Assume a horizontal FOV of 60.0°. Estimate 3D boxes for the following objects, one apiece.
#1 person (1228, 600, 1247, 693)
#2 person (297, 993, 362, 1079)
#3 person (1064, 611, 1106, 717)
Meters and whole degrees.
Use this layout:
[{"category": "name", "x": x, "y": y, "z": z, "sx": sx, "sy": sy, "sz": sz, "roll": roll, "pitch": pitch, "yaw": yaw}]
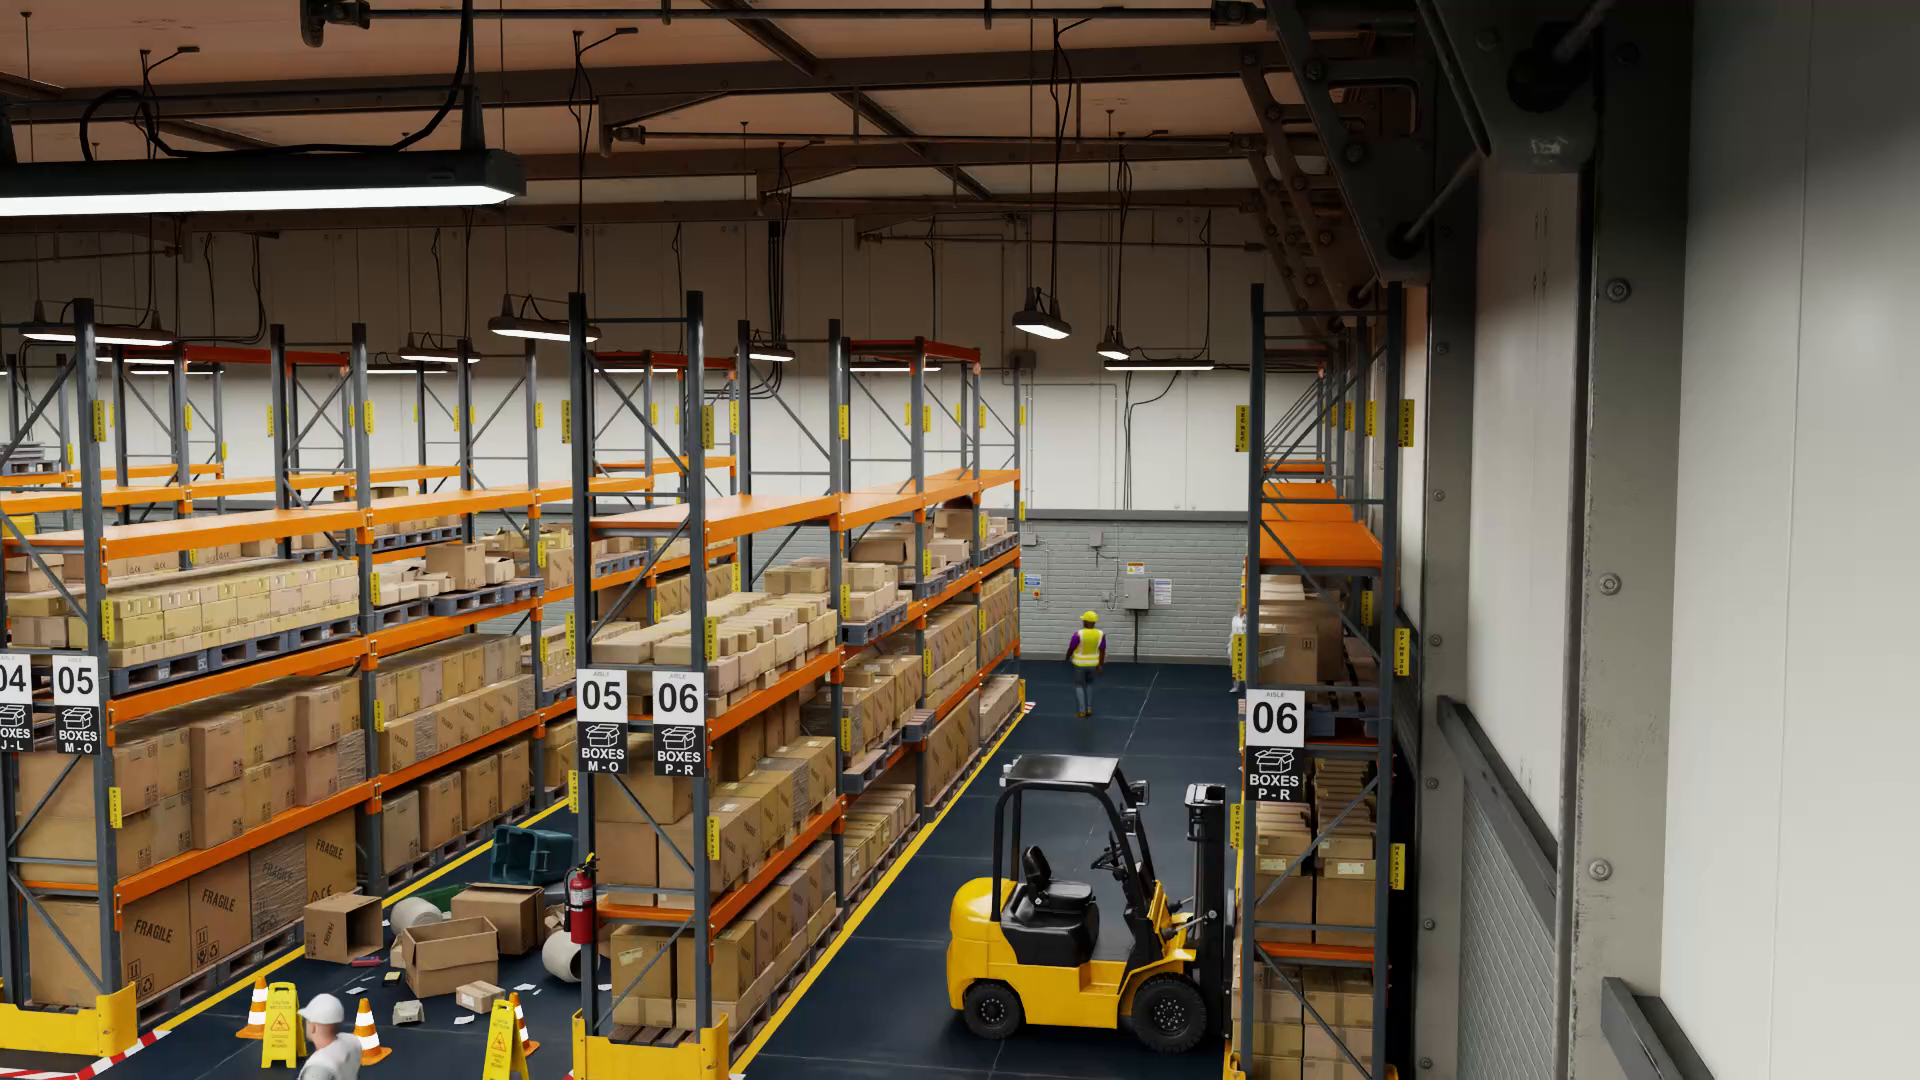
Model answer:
[{"category": "person", "x": 5.110, "y": 1.909, "z": 30.137, "sx": 0.523, "sy": 1.655, "sz": 0.763, "roll": 3, "pitch": 5, "yaw": 29}, {"category": "person", "x": -3.590, "y": 3.483, "z": 9.558, "sx": 0.455, "sy": 1.793, "sz": 0.580, "roll": 0, "pitch": 5, "yaw": 4}, {"category": "person", "x": 1.985, "y": 1.999, "z": 26.578, "sx": 0.607, "sy": 1.787, "sz": 0.651, "roll": -1, "pitch": 5, "yaw": -11}]
